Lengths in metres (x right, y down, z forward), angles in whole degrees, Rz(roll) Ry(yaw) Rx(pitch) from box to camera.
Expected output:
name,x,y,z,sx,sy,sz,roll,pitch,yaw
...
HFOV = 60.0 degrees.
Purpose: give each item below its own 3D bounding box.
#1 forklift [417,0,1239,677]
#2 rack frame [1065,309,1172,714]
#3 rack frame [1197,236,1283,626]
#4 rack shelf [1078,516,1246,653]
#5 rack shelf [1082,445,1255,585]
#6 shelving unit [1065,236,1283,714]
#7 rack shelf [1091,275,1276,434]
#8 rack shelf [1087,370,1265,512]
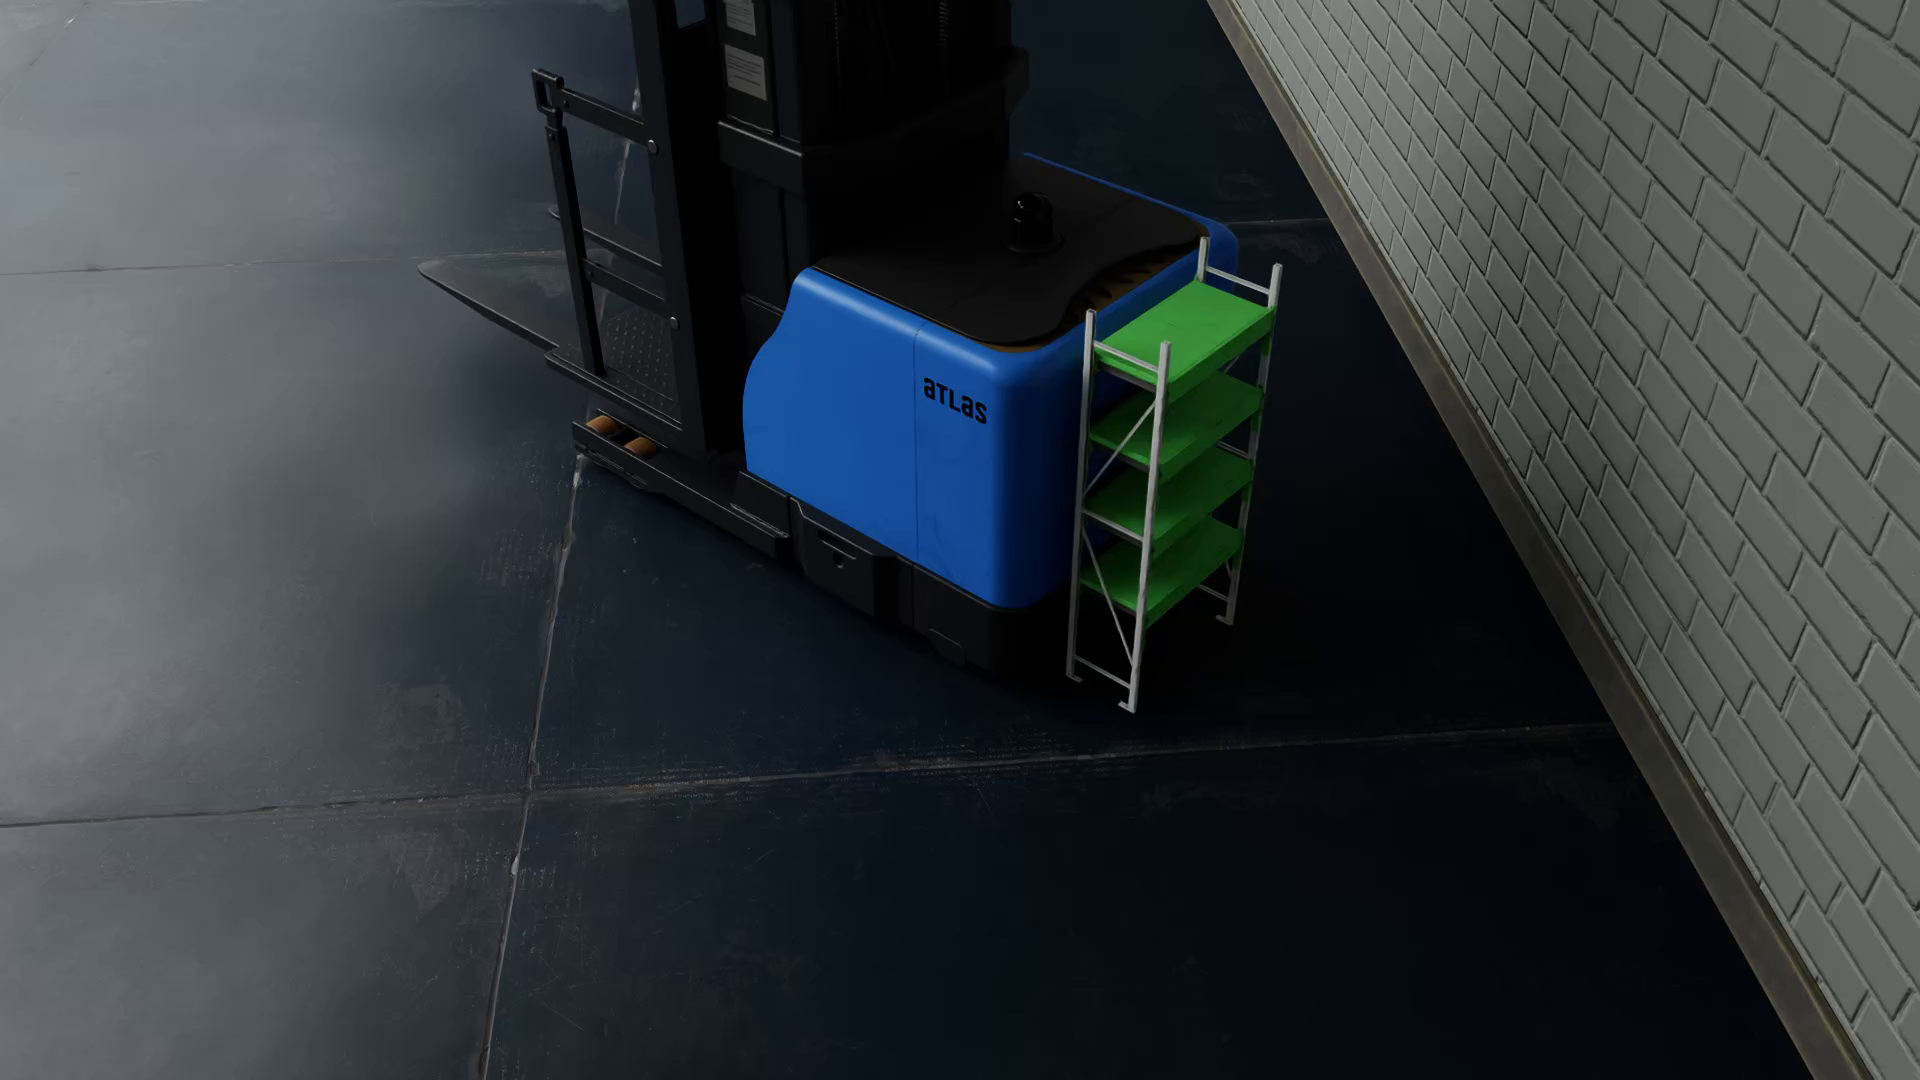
name,x,y,z,sx,sy,sz,roll,pitch,yaw
forklift,-0.654,-1.540,4.835,3.031,2.935,1.130,28,46,31
rack frame,0.399,-0.038,4.328,0.240,1.200,0.015,28,46,31
rack frame,0.717,-0.267,4.619,0.240,1.200,0.015,28,46,31
rack shelf,0.557,0.086,4.662,0.258,0.148,0.480,28,46,31
rack shelf,0.558,-0.102,4.513,0.258,0.148,0.480,28,46,31
shelving unit,0.558,-0.152,4.474,0.258,1.200,0.503,28,46,31
rack shelf,0.559,-0.478,4.215,0.258,0.148,0.480,28,46,31
rack shelf,0.558,-0.290,4.364,0.258,0.148,0.480,28,46,31
